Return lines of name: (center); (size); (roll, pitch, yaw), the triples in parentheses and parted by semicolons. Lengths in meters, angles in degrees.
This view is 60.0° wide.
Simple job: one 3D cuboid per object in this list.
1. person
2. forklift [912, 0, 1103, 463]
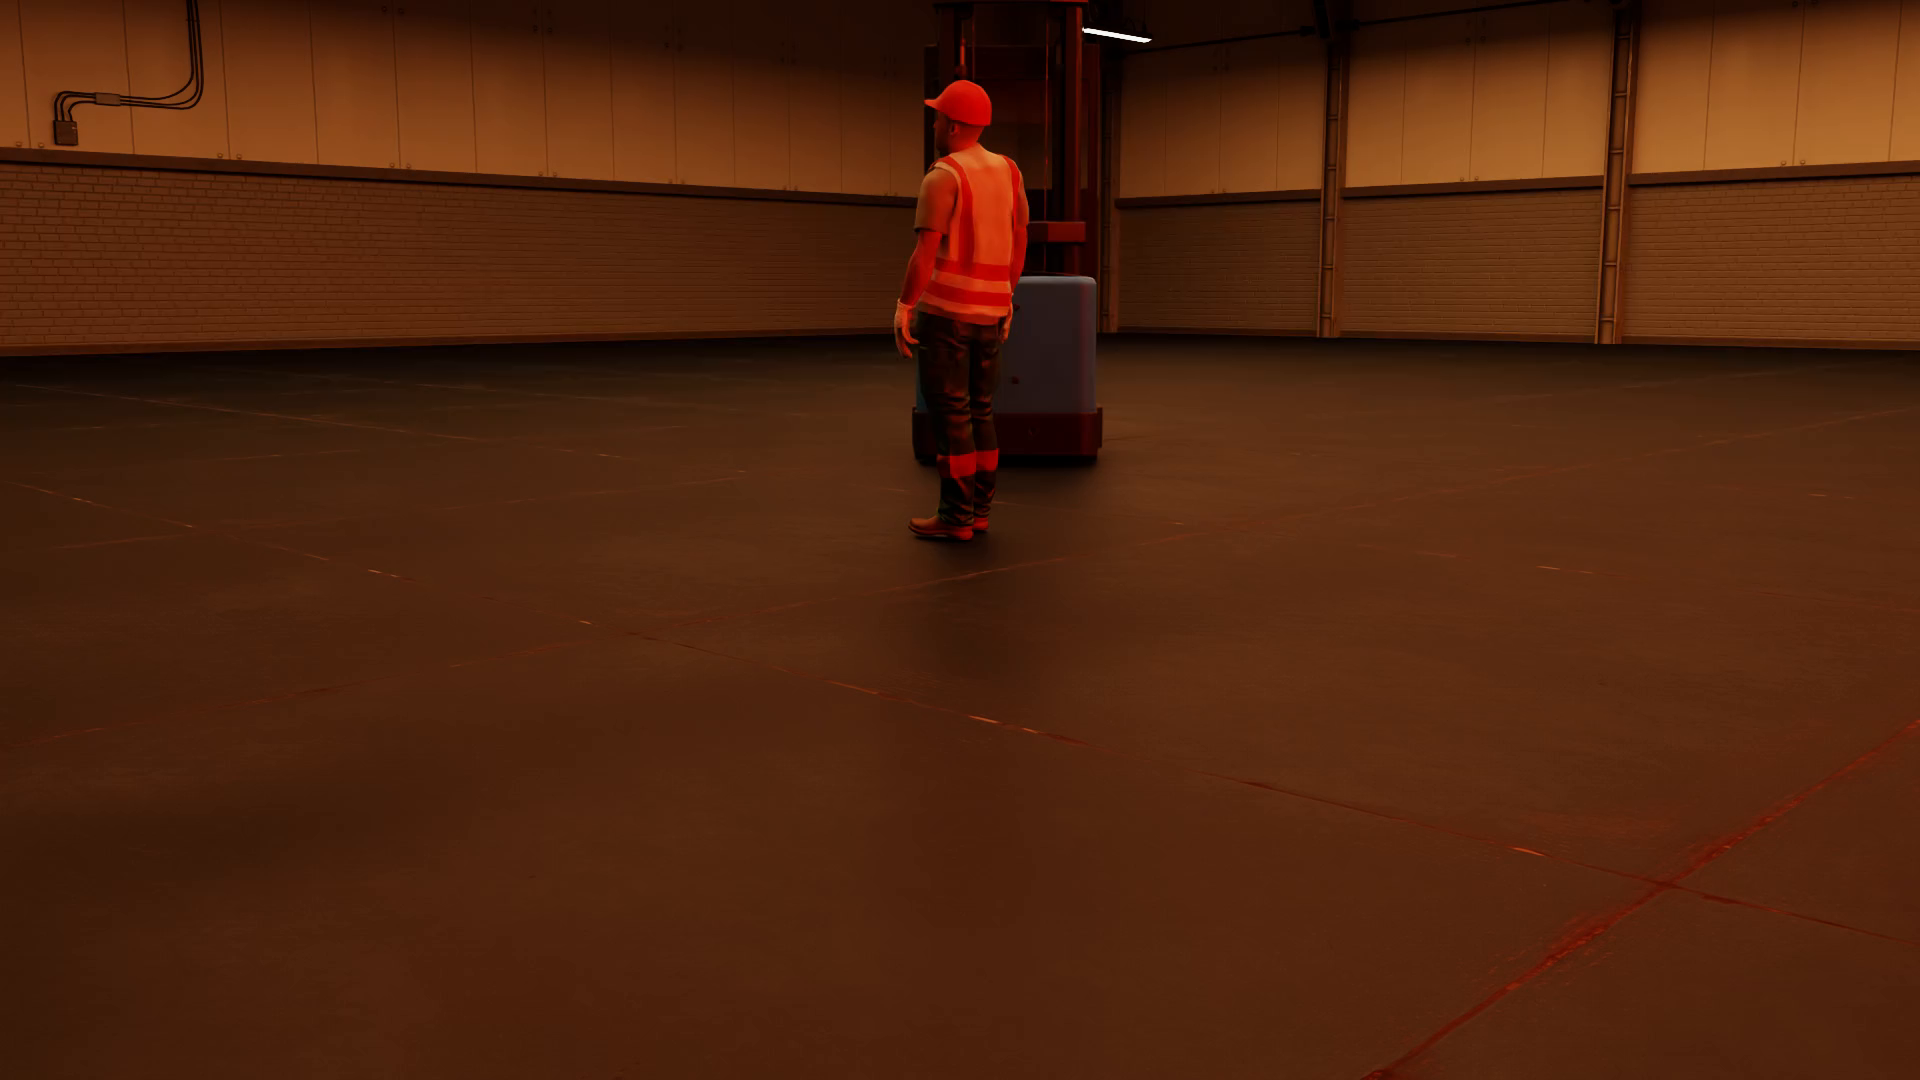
person: (-0.050, -0.902, 6.647); (0.562, 1.790, 0.637); (8, 12, 43)
forklift: (0.332, -2.083, 10.707); (1.130, 2.935, 3.031); (0, 9, 3)
